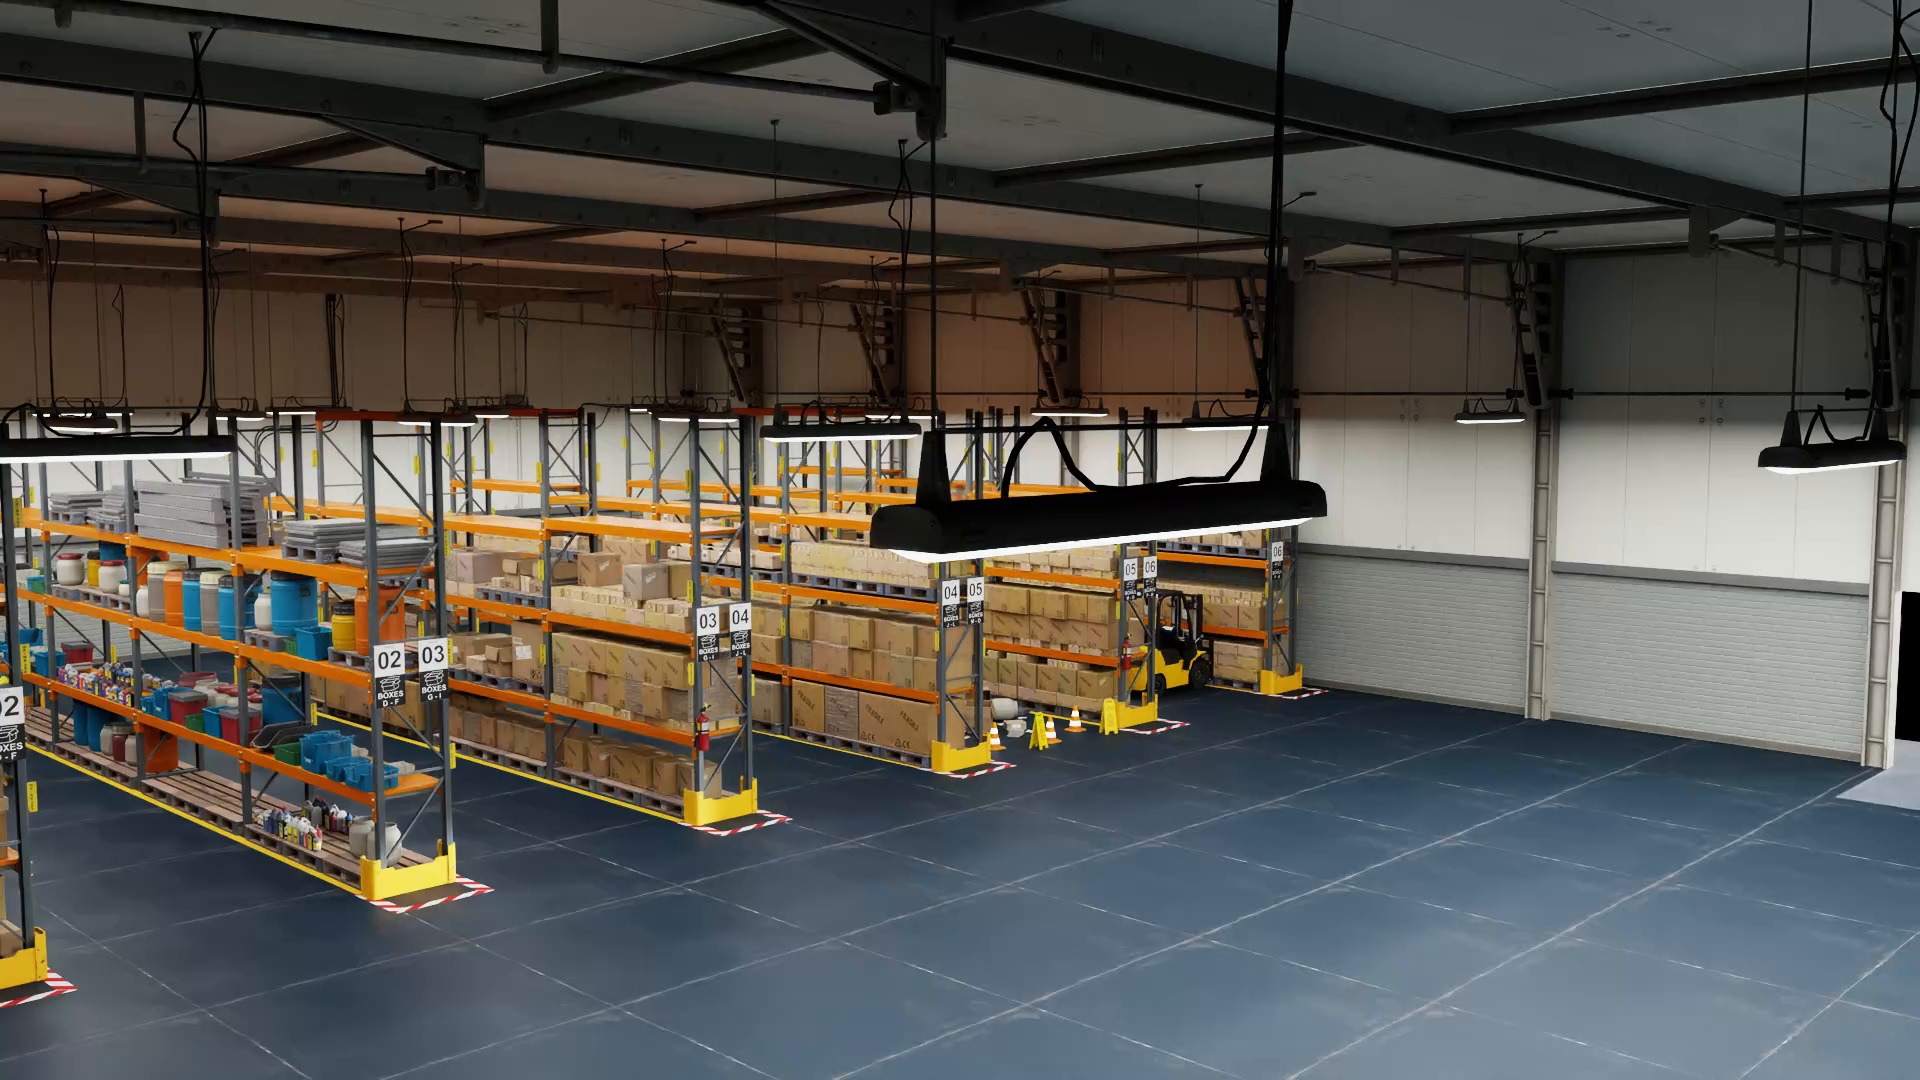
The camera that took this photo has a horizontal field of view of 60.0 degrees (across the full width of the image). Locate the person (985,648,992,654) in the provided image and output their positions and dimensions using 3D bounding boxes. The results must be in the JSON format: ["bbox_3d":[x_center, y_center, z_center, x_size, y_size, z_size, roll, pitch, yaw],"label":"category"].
[{"bbox_3d":[0.771,2.143,38.525,0.989,1.590,0.674,2,5,21],"label":"person"}]

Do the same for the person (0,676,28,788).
[{"bbox_3d":[-15.361,3.083,26.777,0.721,1.789,0.695,4,6,37],"label":"person"}]
